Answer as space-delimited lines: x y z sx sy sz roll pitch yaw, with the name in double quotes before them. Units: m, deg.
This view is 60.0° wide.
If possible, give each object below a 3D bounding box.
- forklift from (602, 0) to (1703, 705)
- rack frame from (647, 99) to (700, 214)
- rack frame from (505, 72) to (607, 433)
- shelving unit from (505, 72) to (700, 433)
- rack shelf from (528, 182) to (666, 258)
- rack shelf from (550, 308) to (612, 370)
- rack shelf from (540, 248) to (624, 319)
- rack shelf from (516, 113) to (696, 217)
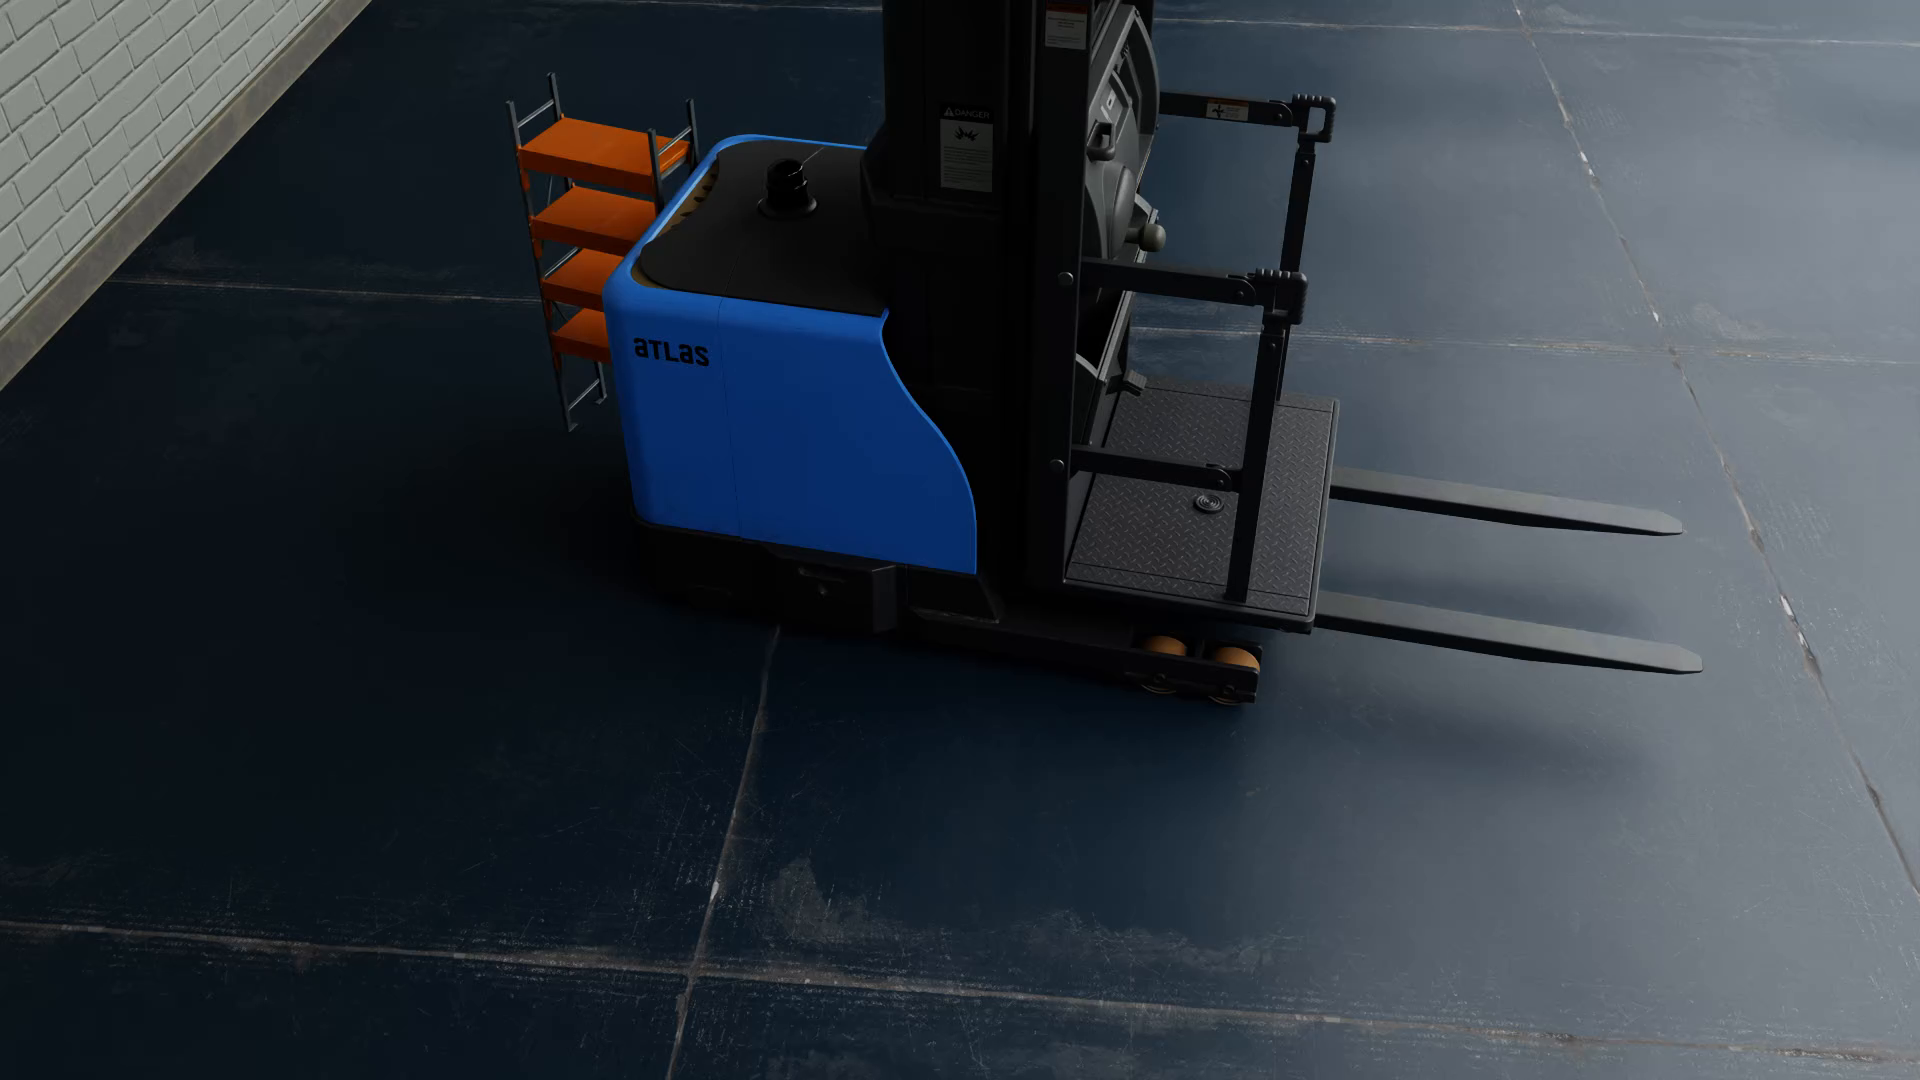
"forklift" 0.605 -1.043 4.210 3.031 2.935 1.130 9 40 11
"rack frame" -0.850 -0.783 5.262 0.015 1.200 0.240 15 41 18
"rack frame" -1.300 -0.903 5.408 0.015 1.200 0.240 15 41 18
"shelving unit" -1.075 -0.843 5.335 0.503 1.200 0.258 15 41 18
"rack shelf" -1.075 -0.964 5.236 0.480 0.148 0.258 15 41 18
"rack shelf" -1.075 -0.637 5.503 0.480 0.148 0.258 15 41 18
"rack shelf" -1.075 -0.791 5.377 0.480 0.148 0.258 15 41 18
"rack shelf" -1.075 -1.148 5.087 0.480 0.148 0.258 15 41 18
